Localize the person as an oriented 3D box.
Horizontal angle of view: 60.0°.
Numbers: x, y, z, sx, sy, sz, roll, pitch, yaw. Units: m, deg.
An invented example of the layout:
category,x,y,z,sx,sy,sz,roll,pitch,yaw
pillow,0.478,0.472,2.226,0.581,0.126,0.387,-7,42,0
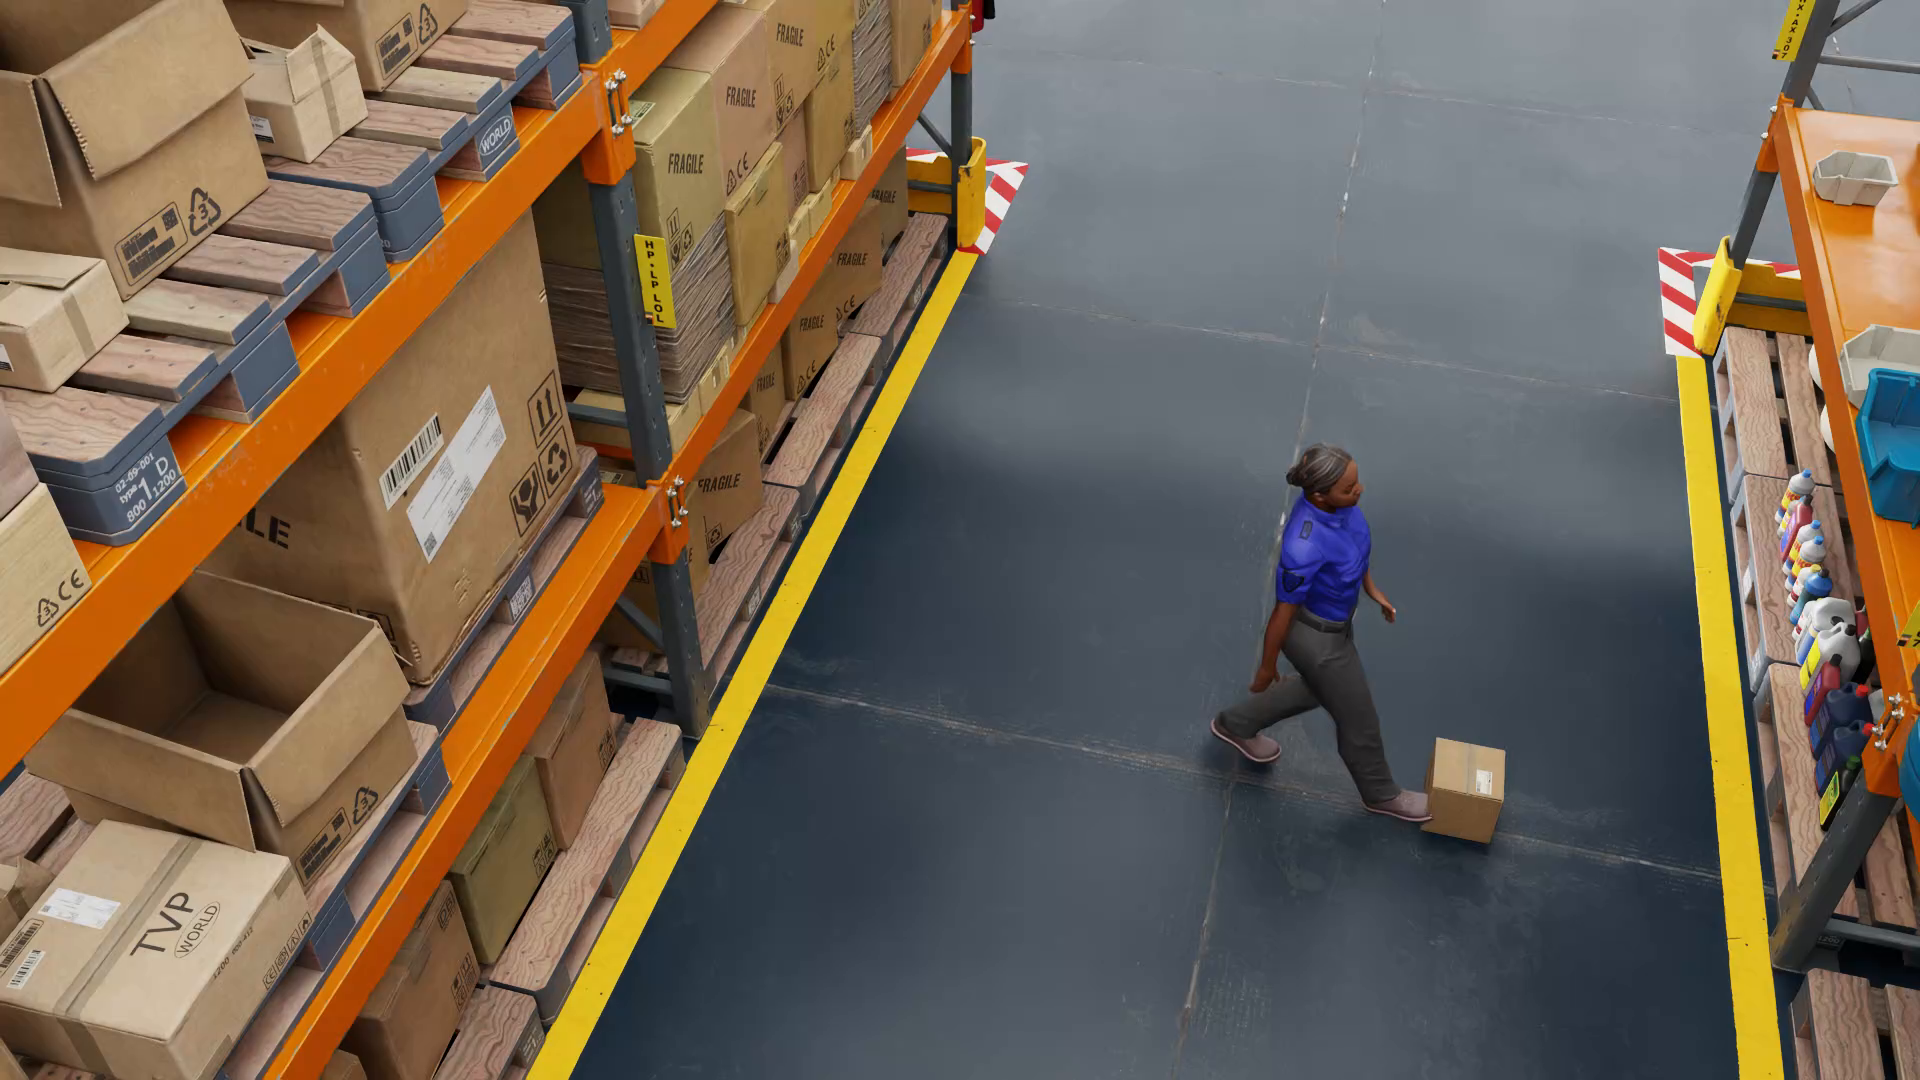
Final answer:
category,x,y,z,sx,sy,sz,roll,pitch,yaw
person,1.378,0.315,5.823,0.903,1.583,0.496,13,43,14
